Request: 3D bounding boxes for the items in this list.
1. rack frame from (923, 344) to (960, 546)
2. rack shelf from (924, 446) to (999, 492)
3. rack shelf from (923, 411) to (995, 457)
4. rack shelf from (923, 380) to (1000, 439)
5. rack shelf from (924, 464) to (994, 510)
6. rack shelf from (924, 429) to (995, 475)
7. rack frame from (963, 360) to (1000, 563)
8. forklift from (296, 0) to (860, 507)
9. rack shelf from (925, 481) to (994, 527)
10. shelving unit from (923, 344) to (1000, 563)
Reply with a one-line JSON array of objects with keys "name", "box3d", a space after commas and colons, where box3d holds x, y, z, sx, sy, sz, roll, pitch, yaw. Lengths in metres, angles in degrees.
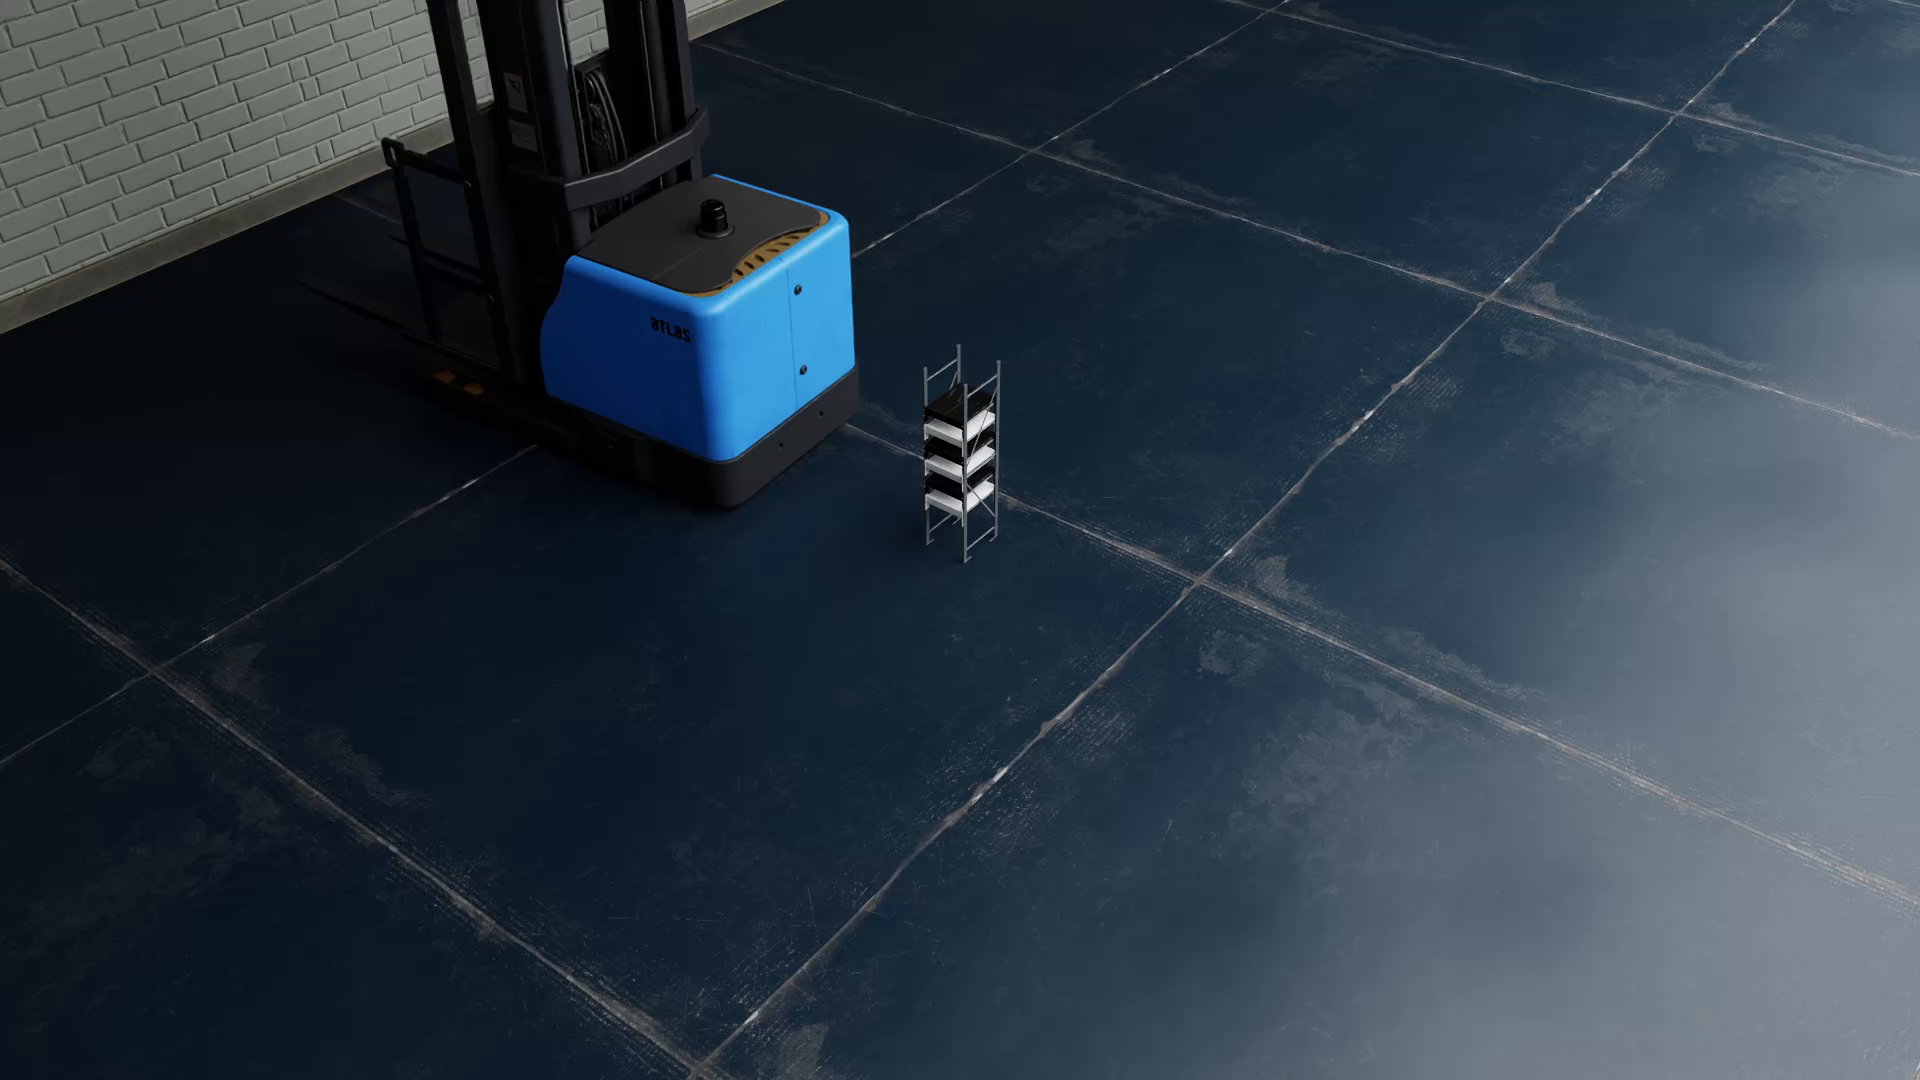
[{"name": "rack frame", "box3d": [-0.074, -0.389, 7.017, 0.006, 0.900, 0.240, 25, 45, 29]}, {"name": "rack shelf", "box3d": [0.006, -0.325, 6.989, 0.200, 0.077, 0.258, 25, 45, 29]}, {"name": "rack shelf", "box3d": [0.006, -0.467, 6.878, 0.200, 0.077, 0.258, 25, 45, 29]}, {"name": "rack shelf", "box3d": [0.006, -0.538, 6.823, 0.200, 0.077, 0.258, 25, 45, 29]}, {"name": "rack shelf", "box3d": [0.006, -0.254, 7.045, 0.200, 0.077, 0.258, 25, 45, 29]}, {"name": "rack shelf", "box3d": [0.006, -0.396, 6.934, 0.200, 0.077, 0.258, 25, 45, 29]}, {"name": "rack frame", "box3d": [0.087, -0.313, 6.920, 0.006, 0.900, 0.240, 25, 45, 29]}, {"name": "forklift", "box3d": [-1.992, -1.995, 7.420, 3.031, 2.935, 1.130, 22, 43, 25]}, {"name": "rack shelf", "box3d": [0.006, -0.183, 7.100, 0.200, 0.077, 0.258, 25, 45, 29]}, {"name": "shelving unit", "box3d": [0.006, -0.351, 6.969, 0.210, 0.900, 0.258, 25, 45, 29]}]
